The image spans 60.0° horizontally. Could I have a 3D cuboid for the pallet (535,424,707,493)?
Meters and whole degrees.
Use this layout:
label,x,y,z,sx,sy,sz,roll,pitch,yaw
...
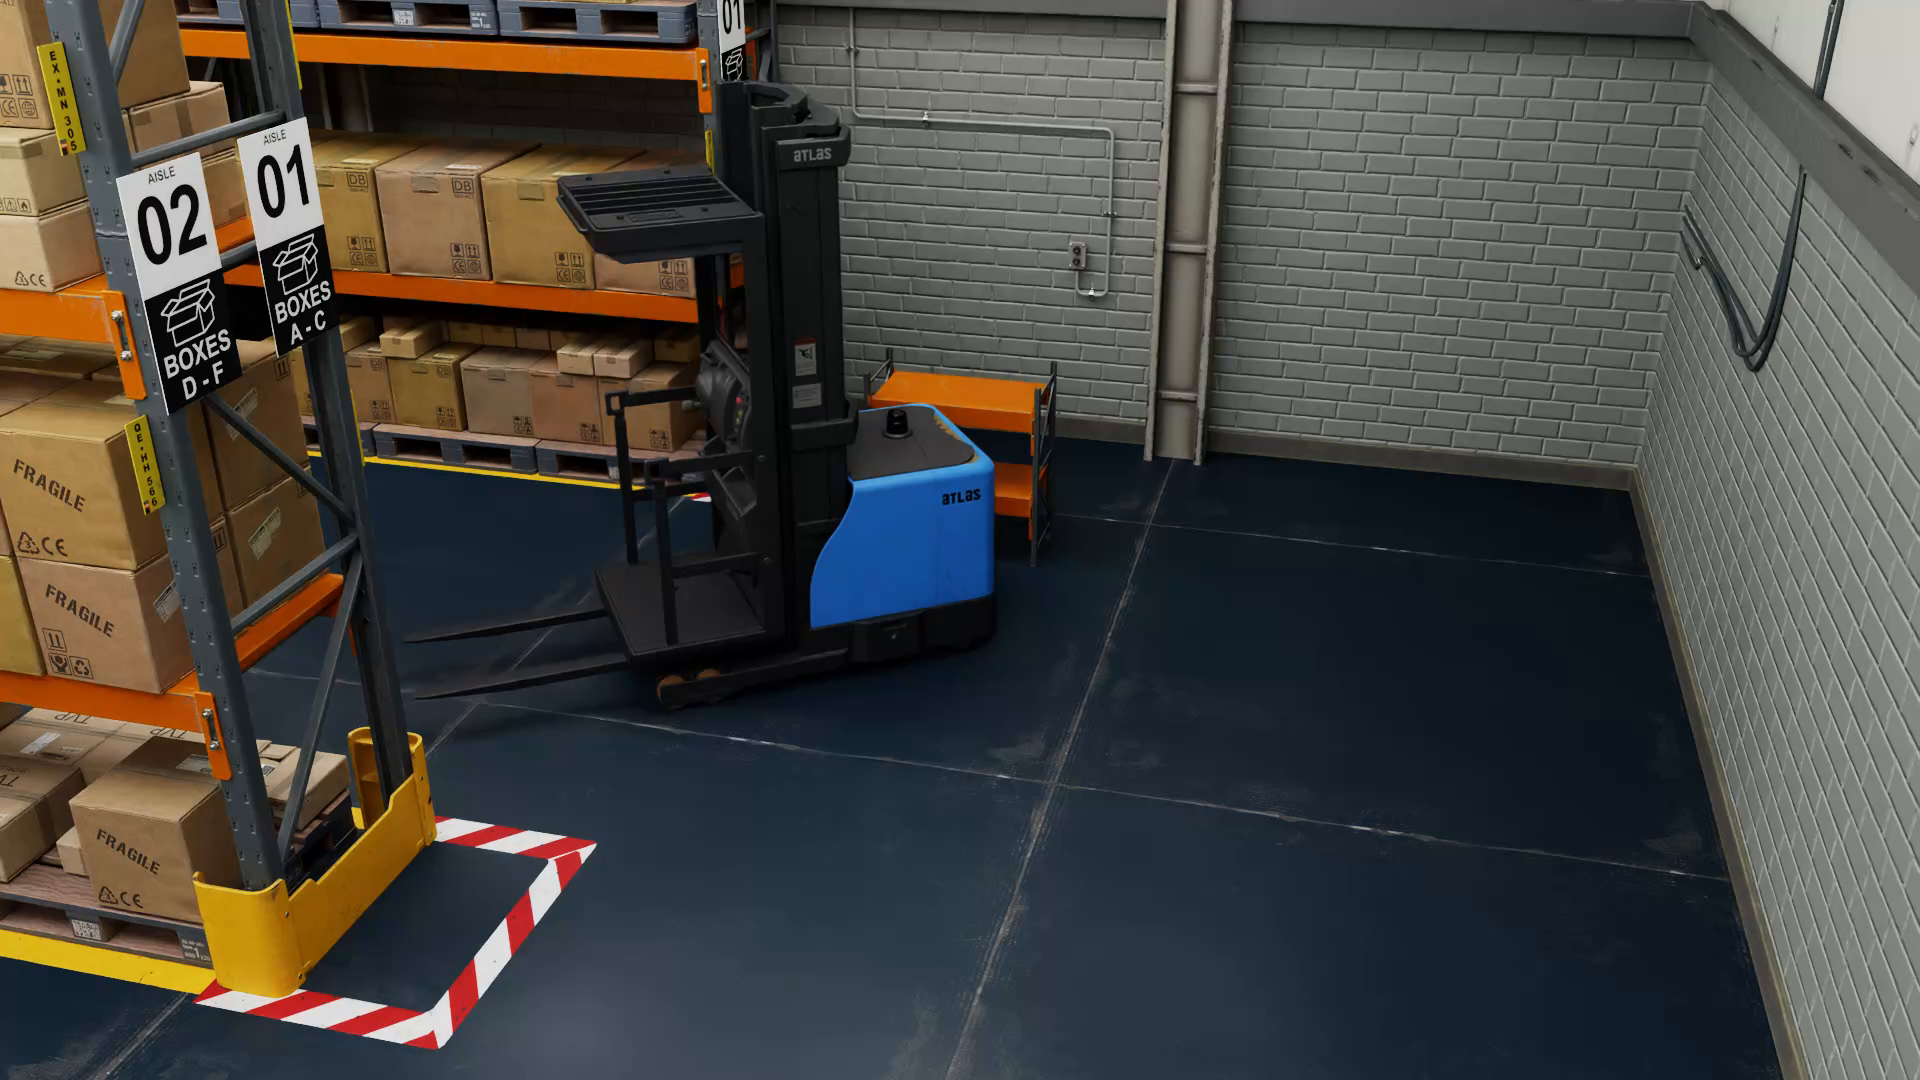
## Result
label,x,y,z,sx,sy,sz,roll,pitch,yaw
pallet,-2.135,-0.670,11.411,1.213,0.211,1.003,6,26,13

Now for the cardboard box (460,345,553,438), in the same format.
label,x,y,z,sx,sy,sz,roll,pitch,yaw
cardboard box,-3.015,-1.077,11.443,0.500,0.500,0.700,5,26,11

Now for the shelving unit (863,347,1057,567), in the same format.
label,x,y,z,sx,sy,sz,roll,pitch,yaw
shelving unit,0.007,-0.507,10.007,1.048,1.125,0.538,6,26,13

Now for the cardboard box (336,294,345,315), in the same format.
label,x,y,z,sx,sy,sz,roll,pitch,yaw
cardboard box,-4.607,-1.633,11.856,0.250,0.149,0.380,6,26,13

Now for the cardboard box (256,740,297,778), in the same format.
label,x,y,z,sx,sy,sz,roll,pitch,yaw
cardboard box,-3.133,1.053,7.333,0.250,0.166,0.380,6,26,13

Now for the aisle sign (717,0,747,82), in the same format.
label,x,y,z,sx,sy,sz,roll,pitch,yaw
aisle sign,-1.346,-2.917,9.863,0.004,0.787,0.394,6,26,13

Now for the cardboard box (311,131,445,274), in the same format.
label,x,y,z,sx,sy,sz,roll,pitch,yaw
cardboard box,-3.988,-2.294,11.230,0.700,0.700,0.980,6,26,12

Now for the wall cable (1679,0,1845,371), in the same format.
label,x,y,z,sx,sy,sz,roll,pitch,yaw
wall cable,4.048,-2.428,8.494,0.112,2.526,3.097,6,26,13

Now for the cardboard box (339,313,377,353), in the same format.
label,x,y,z,sx,sy,sz,roll,pitch,yaw
cardboard box,-4.230,-1.423,11.413,0.250,0.149,0.380,7,26,15

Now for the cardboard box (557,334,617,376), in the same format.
label,x,y,z,sx,sy,sz,roll,pitch,yaw
cardboard box,-2.461,-1.228,11.004,0.250,0.149,0.380,7,26,14

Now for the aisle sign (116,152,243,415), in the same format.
label,x,y,z,sx,sy,sz,roll,pitch,yaw
aisle sign,-2.581,-0.852,5.526,0.004,0.787,0.394,6,26,13

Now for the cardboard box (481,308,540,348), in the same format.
label,x,y,z,sx,sy,sz,roll,pitch,yaw
cardboard box,-3.101,-1.468,11.508,0.250,0.149,0.380,7,26,14

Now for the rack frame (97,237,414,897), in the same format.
label,x,y,z,sx,sy,sz,roll,pitch,yaw
rack frame,-2.571,0.187,6.368,0.127,3.000,1.000,6,26,13

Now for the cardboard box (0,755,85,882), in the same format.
label,x,y,z,sx,sy,sz,roll,pitch,yaw
cardboard box,-4.071,1.160,7.011,0.500,0.250,0.500,6,26,13

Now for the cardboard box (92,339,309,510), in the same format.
label,x,y,z,sx,sy,sz,roll,pitch,yaw
cardboard box,-2.935,-0.467,6.462,0.500,0.500,0.500,7,26,15

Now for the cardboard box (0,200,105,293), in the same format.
label,x,y,z,sx,sy,sz,roll,pitch,yaw
cardboard box,-3.134,-1.045,5.640,0.500,0.250,0.500,6,26,13

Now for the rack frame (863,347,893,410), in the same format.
label,x,y,z,sx,sy,sz,roll,pitch,yaw
rack frame,-0.486,-0.562,10.121,0.032,1.125,0.500,6,26,13

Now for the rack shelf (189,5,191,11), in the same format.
label,x,y,z,sx,sy,sz,roll,pitch,yaw
rack shelf,-7.152,-3.548,11.560,4.000,0.370,1.077,6,26,13

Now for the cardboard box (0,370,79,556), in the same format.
label,x,y,z,sx,sy,sz,roll,pitch,yaw
cardboard box,-3.560,-0.297,6.104,0.500,0.500,0.500,7,26,14

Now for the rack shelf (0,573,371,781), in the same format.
label,x,y,z,sx,sy,sz,roll,pitch,yaw
rack shelf,-4.508,0.298,6.972,4.000,0.370,1.077,6,26,13

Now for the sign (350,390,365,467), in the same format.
label,x,y,z,sx,sy,sz,roll,pitch,yaw
sign,-2.436,-0.430,6.656,0.005,0.325,0.100,6,26,13

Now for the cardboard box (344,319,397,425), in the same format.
label,x,y,z,sx,sy,sz,roll,pitch,yaw
cardboard box,-4.030,-1.187,11.673,0.500,0.500,0.700,6,26,12

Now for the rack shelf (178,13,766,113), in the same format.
label,x,y,z,sx,sy,sz,roll,pitch,yaw
rack shelf,-3.278,-3.119,10.660,4.000,0.370,1.077,6,26,13

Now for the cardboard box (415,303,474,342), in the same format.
label,x,y,z,sx,sy,sz,roll,pitch,yaw
cardboard box,-3.596,-1.522,11.623,0.250,0.149,0.380,7,26,14

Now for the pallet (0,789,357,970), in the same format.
label,x,y,z,sx,sy,sz,roll,pitch,yaw
pallet,-3.417,1.353,7.163,1.213,0.211,1.003,6,26,13

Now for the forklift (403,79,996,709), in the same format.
label,x,y,z,sx,sy,sz,roll,pitch,yaw
forklift,-1.374,-0.721,8.354,3.031,2.935,1.130,-10,27,-19

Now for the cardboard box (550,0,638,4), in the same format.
label,x,y,z,sx,sy,sz,roll,pitch,yaw
cardboard box,-2.116,-3.365,9.909,0.500,0.250,0.500,7,26,15

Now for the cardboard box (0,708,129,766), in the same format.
label,x,y,z,sx,sy,sz,roll,pitch,yaw
cardboard box,-3.995,0.946,7.460,0.500,0.250,0.500,6,26,13

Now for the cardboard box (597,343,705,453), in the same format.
label,x,y,z,sx,sy,sz,roll,pitch,yaw
cardboard box,-2.043,-0.970,11.218,0.500,0.500,0.700,6,26,13

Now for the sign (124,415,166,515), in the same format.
label,x,y,z,sx,sy,sz,roll,pitch,yaw
sign,-2.728,-0.250,5.570,0.005,0.325,0.100,6,26,13

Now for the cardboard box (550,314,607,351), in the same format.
label,x,y,z,sx,sy,sz,roll,pitch,yaw
cardboard box,-2.606,-1.414,11.395,0.250,0.149,0.380,7,26,13

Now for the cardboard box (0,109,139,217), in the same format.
label,x,y,z,sx,sy,sz,roll,pitch,yaw
cardboard box,-3.132,-1.274,5.541,0.500,0.250,0.500,6,26,13

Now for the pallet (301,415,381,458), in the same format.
label,x,y,z,sx,sy,sz,roll,pitch,yaw
pallet,-4.498,-0.931,11.960,1.213,0.211,1.003,6,26,13

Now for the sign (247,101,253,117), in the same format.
label,x,y,z,sx,sy,sz,roll,pitch,yaw
sign,-5.078,-2.962,11.883,0.005,0.325,0.100,6,26,13

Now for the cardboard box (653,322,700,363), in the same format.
label,x,y,z,sx,sy,sz,roll,pitch,yaw
cardboard box,-1.873,-1.333,11.225,0.250,0.149,0.380,6,26,13

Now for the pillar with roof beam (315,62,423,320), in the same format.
label,x,y,z,sx,sy,sz,roll,pitch,yaw
pillar with roof beam,-5.393,-3.506,7.145,0.400,9.000,9.100,6,26,13

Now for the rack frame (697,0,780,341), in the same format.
label,x,y,z,sx,sy,sz,roll,pitch,yaw
rack frame,-1.341,-1.876,10.701,0.127,3.000,1.000,6,26,13

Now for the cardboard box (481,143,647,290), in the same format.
label,x,y,z,sx,sy,sz,roll,pitch,yaw
cardboard box,-2.544,-2.135,10.896,0.700,0.700,0.980,6,26,13

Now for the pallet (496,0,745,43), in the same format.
label,x,y,z,sx,sy,sz,roll,pitch,yaw
pallet,-2.062,-3.265,10.232,1.213,0.211,1.003,6,26,13

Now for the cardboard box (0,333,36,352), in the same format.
label,x,y,z,sx,sy,sz,roll,pitch,yaw
cardboard box,-3.926,-0.575,6.690,0.500,0.500,0.500,7,26,14

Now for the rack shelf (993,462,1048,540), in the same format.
label,x,y,z,sx,sy,sz,roll,pitch,yaw
rack shelf,0.007,-0.286,10.112,1.000,0.278,0.538,6,26,13

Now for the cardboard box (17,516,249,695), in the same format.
label,x,y,z,sx,sy,sz,roll,pitch,yaw
cardboard box,-3.072,0.207,6.209,0.500,0.500,0.500,7,26,15

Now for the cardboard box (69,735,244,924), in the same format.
label,x,y,z,sx,sy,sz,roll,pitch,yaw
cardboard box,-3.159,1.161,6.718,0.500,0.500,0.500,6,26,13
